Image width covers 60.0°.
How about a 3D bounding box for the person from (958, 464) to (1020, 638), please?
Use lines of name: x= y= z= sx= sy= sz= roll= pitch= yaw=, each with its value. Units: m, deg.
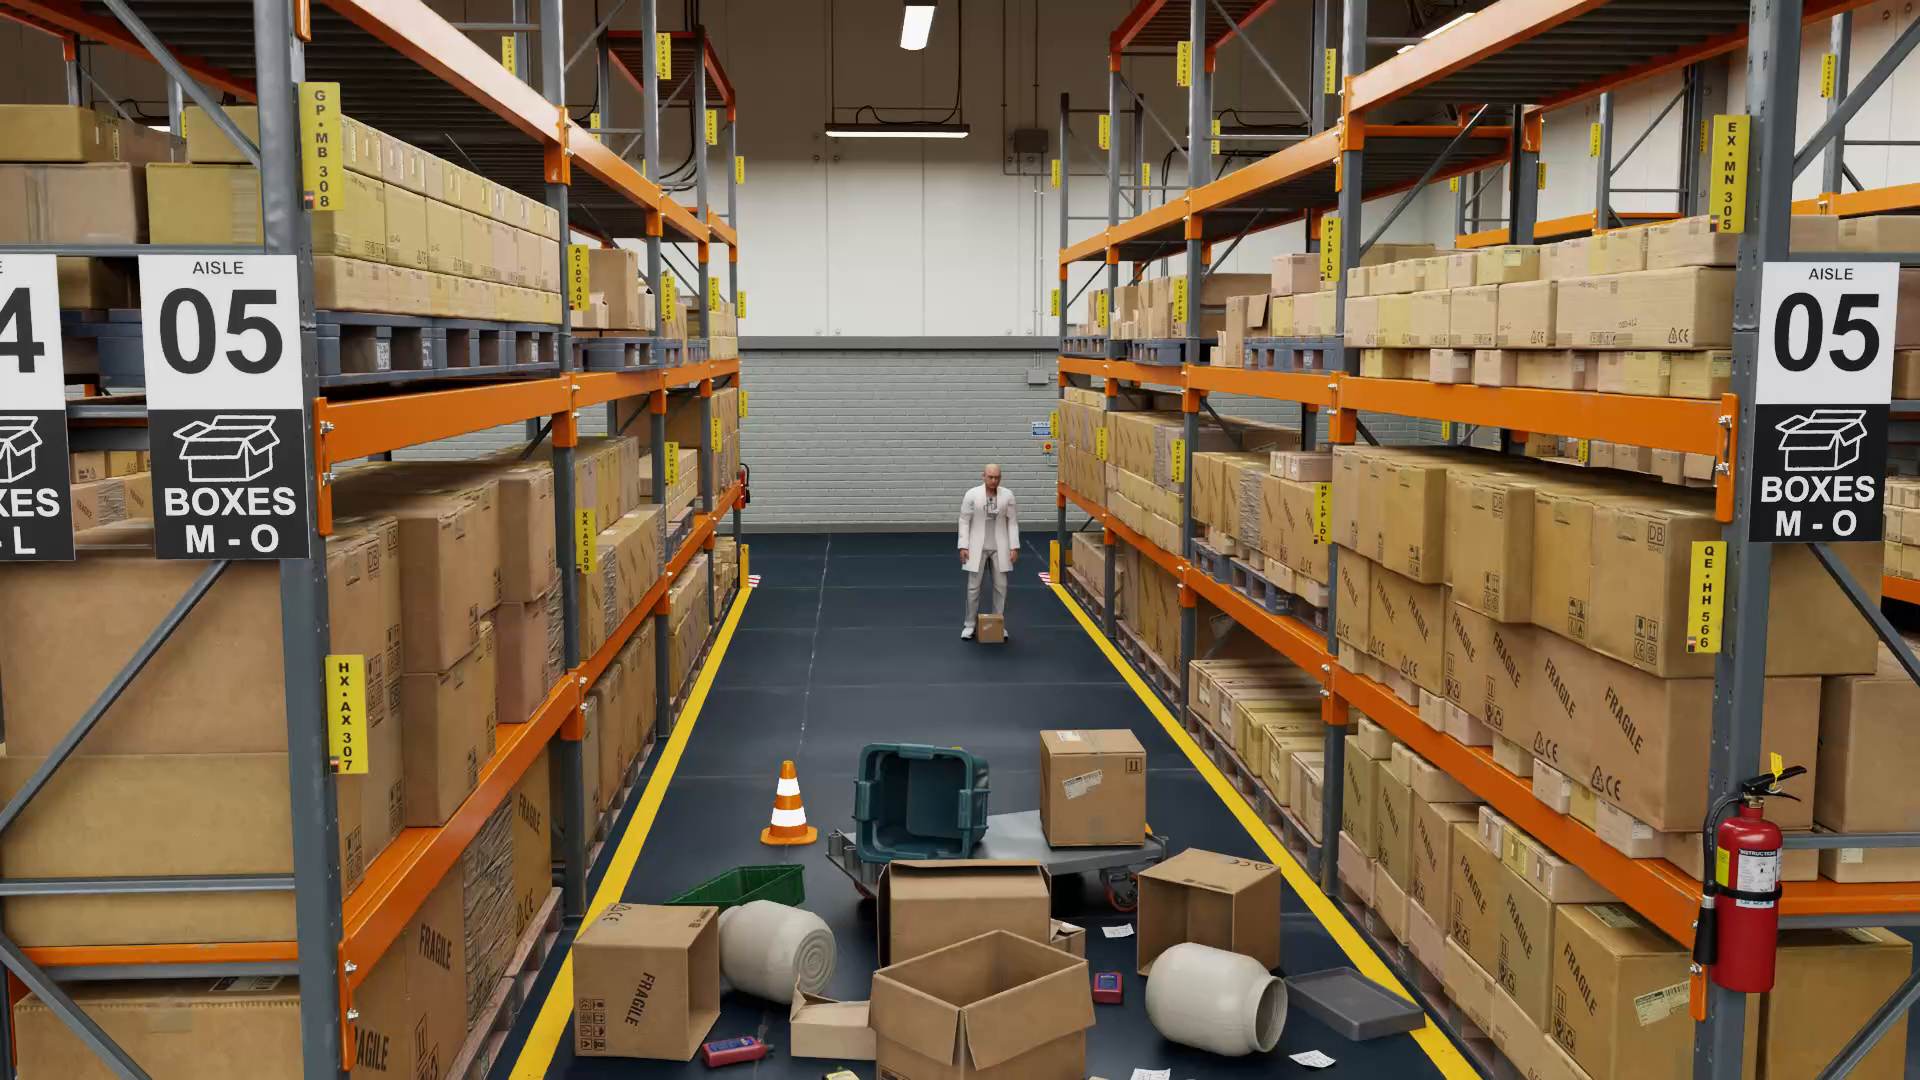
person: x=0.296 y=0.105 z=16.913 sx=0.646 sy=1.772 sz=0.429 roll=-1 pitch=7 yaw=-7
